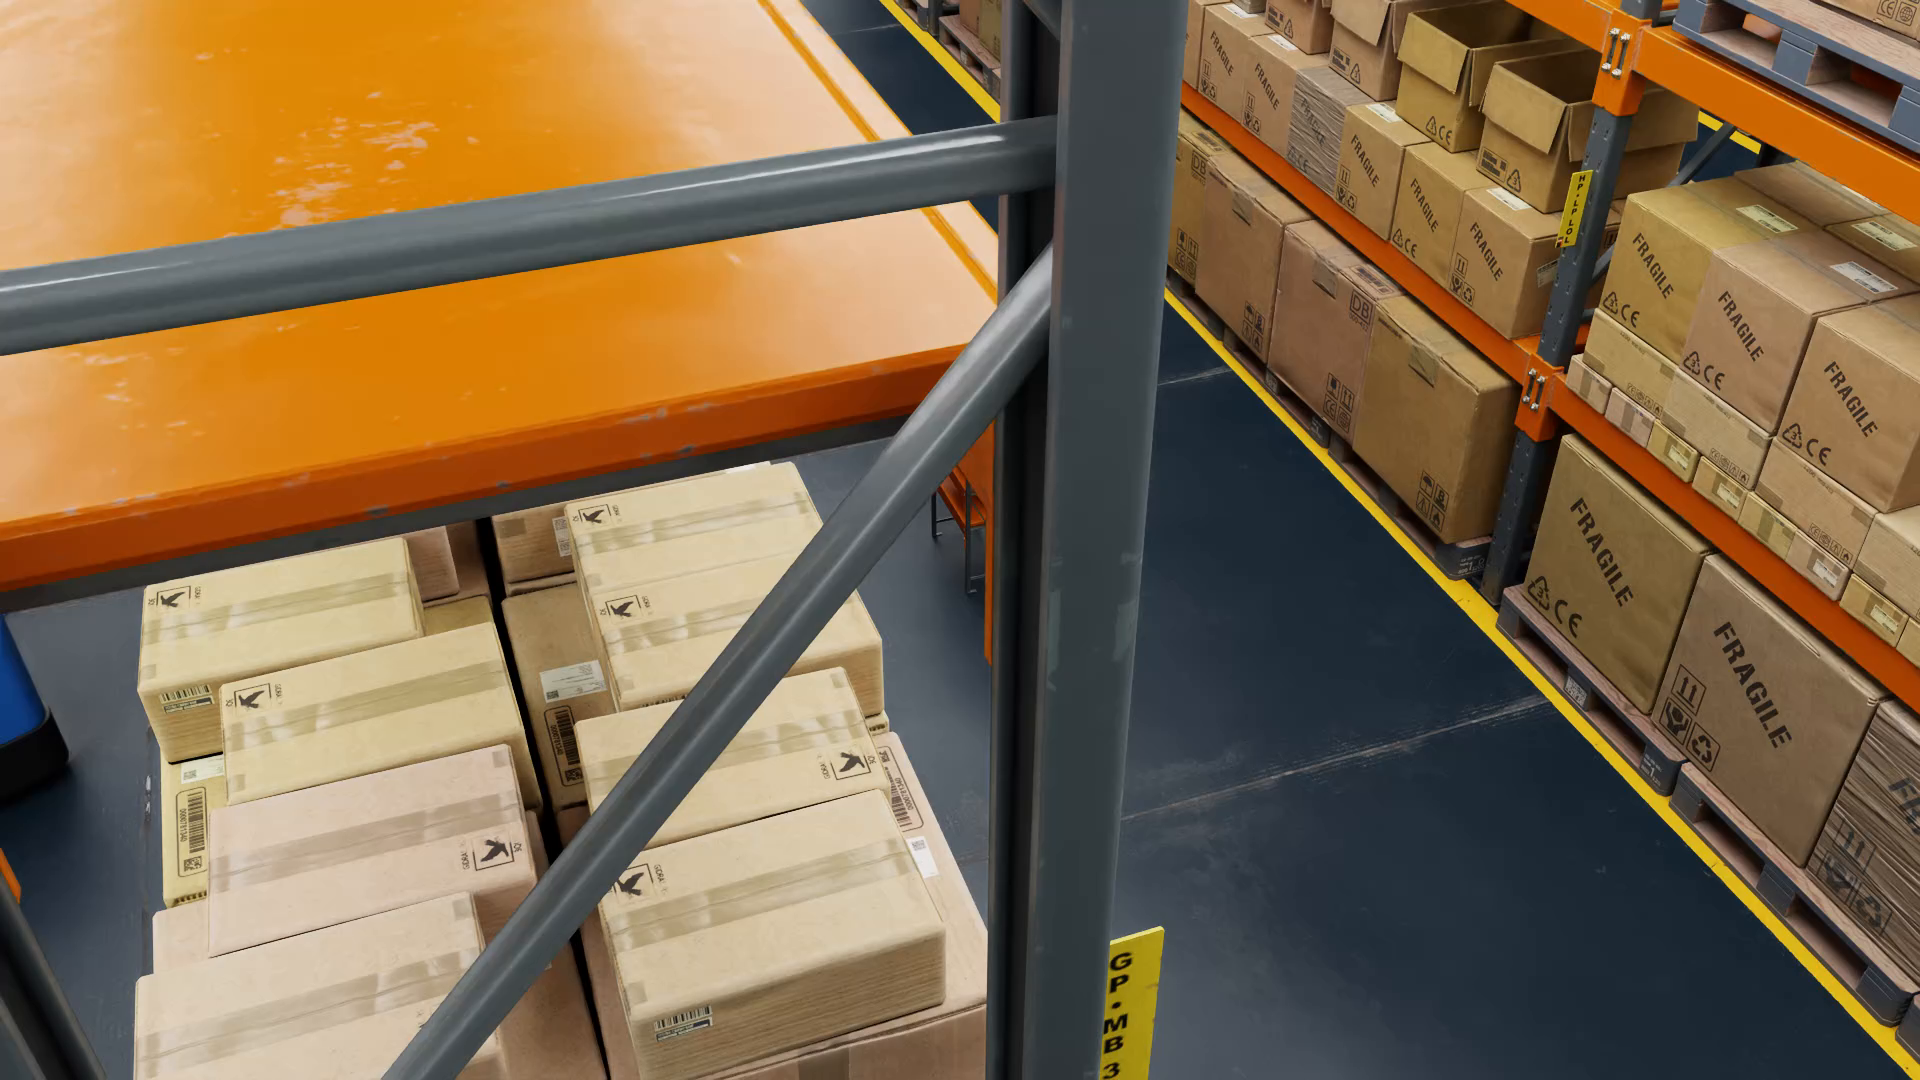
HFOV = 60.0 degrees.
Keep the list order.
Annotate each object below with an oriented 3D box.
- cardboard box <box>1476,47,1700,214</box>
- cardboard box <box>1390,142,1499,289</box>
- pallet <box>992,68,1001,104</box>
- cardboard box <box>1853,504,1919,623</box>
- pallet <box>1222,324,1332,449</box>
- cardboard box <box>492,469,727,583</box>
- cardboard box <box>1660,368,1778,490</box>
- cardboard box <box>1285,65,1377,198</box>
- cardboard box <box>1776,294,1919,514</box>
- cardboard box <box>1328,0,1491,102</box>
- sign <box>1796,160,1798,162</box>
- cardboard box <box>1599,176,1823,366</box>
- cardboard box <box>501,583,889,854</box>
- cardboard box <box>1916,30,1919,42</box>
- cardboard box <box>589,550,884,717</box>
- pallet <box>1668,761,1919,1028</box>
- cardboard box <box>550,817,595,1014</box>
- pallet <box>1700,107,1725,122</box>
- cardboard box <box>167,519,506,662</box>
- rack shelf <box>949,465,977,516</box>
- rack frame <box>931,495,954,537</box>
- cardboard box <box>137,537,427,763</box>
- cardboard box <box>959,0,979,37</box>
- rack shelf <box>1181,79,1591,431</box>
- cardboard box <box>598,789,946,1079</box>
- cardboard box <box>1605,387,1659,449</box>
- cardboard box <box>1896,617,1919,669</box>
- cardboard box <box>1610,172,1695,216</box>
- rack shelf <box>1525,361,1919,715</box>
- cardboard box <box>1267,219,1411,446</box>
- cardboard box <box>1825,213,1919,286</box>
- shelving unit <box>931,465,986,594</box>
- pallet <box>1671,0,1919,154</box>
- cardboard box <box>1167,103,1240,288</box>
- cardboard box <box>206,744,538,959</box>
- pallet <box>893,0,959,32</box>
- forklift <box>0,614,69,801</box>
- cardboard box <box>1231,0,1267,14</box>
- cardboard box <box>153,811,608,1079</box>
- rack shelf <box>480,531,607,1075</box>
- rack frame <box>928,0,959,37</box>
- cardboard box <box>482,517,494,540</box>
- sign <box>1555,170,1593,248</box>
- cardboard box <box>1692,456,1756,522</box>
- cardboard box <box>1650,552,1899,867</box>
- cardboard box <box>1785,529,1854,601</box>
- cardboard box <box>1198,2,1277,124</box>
[{"bbox_3d":[2.749,-1.815,7.311,0.797,0.503,0.637,-13,39,-17],"label":"cardboard box"},{"bbox_3d":[2.396,-1.544,7.784,0.500,0.500,0.500,-11,38,-15],"label":"cardboard box"},{"bbox_3d":[0.917,-3.291,12.504,1.003,0.211,1.213,-12,39,-16],"label":"pallet"},{"bbox_3d":[3.405,0.099,5.564,0.500,0.250,0.500,-12,39,-16],"label":"cardboard box"},{"bbox_3d":[2.217,-1.012,9.479,1.003,0.211,1.213,-12,39,-16],"label":"pallet"},{"bbox_3d":[-0.603,-0.091,2.822,0.380,0.149,0.250,-11,38,-15],"label":"cardboard box"},{"bbox_3d":[3.059,-0.473,6.323,0.500,0.250,0.500,-13,39,-16],"label":"cardboard box"},{"bbox_3d":[2.041,-2.122,8.551,0.500,0.500,0.500,-12,39,-16],"label":"cardboard box"},{"bbox_3d":[3.247,-0.478,5.706,0.500,0.500,0.500,-14,39,-17],"label":"cardboard box"},{"bbox_3d":[2.295,-2.553,8.290,0.797,0.503,0.637,-11,38,-14],"label":"cardboard box"},{"bbox_3d":[3.497,-1.509,7.035,0.100,0.325,0.005,-12,39,-16],"label":"sign"},{"bbox_3d":[2.902,-1.051,6.466,0.500,0.500,0.500,-12,39,-16],"label":"cardboard box"},{"bbox_3d":[-0.426,0.279,2.662,0.500,0.250,0.500,-13,39,-17],"label":"cardboard box"},{"bbox_3d":[3.483,-1.727,5.102,0.700,0.500,0.500,-11,38,-14],"label":"cardboard box"},{"bbox_3d":[-0.332,0.170,2.476,0.380,0.149,0.250,-12,39,-16],"label":"cardboard box"},{"bbox_3d":[3.589,1.234,6.496,1.003,0.211,1.213,-12,39,-16],"label":"pallet"},{"bbox_3d":[-0.430,0.471,2.824,0.500,0.250,0.500,-11,38,-14],"label":"cardboard box"},{"bbox_3d":[6.021,-3.633,12.958,1.003,0.211,1.213,-12,39,-16],"label":"pallet"},{"bbox_3d":[-1.087,0.090,2.914,0.500,0.250,0.500,-12,39,-15],"label":"cardboard box"},{"bbox_3d":[0.057,-0.332,7.866,0.258,0.148,0.480,-12,39,-16],"label":"rack shelf"},{"bbox_3d":[-0.027,-0.524,8.008,0.240,1.200,0.015,-12,39,-16],"label":"rack frame"},{"bbox_3d":[-1.003,0.158,2.492,0.380,0.149,0.250,-12,39,-15],"label":"cardboard box"},{"bbox_3d":[0.415,-4.361,13.319,0.700,0.500,0.500,-15,40,-19],"label":"cardboard box"},{"bbox_3d":[2.289,-1.858,8.882,1.077,0.370,4.000,-12,39,-16],"label":"rack shelf"},{"bbox_3d":[-0.236,0.486,2.056,0.380,0.149,0.250,-13,39,-16],"label":"cardboard box"},{"bbox_3d":[2.857,-0.531,6.731,0.380,0.149,0.250,-14,39,-17],"label":"cardboard box"},{"bbox_3d":[3.396,0.348,5.564,0.380,0.149,0.250,-12,39,-15],"label":"cardboard box"},{"bbox_3d":[3.053,-1.367,7.549,0.500,0.500,0.500,-12,39,-16],"label":"cardboard box"},{"bbox_3d":[3.665,0.402,5.882,1.077,0.370,4.000,-12,39,-16],"label":"rack shelf"},{"bbox_3d":[2.430,-1.197,8.823,1.225,0.875,0.875,-14,39,-18],"label":"cardboard box"},{"bbox_3d":[3.555,-0.886,6.248,0.500,0.500,0.500,-12,39,-15],"label":"cardboard box"},{"bbox_3d":[0.057,-0.386,7.825,0.258,1.200,0.503,-12,39,-16],"label":"shelving unit"},{"bbox_3d":[3.249,-1.714,5.673,1.003,0.211,1.213,-12,39,-16],"label":"pallet"},{"bbox_3d":[1.818,-2.200,10.155,1.225,0.875,0.875,-14,39,-18],"label":"cardboard box"},{"bbox_3d":[-0.742,0.435,2.125,0.380,0.149,0.250,-12,39,-15],"label":"cardboard box"},{"bbox_3d":[-0.040,-4.793,14.498,1.003,0.211,1.213,-12,39,-16],"label":"pallet"},{"bbox_3d":[-5.162,-0.577,6.640,3.031,2.935,1.130,29,46,33],"label":"forklift"},{"bbox_3d":[1.837,-3.300,9.281,0.797,0.503,0.637,-11,38,-14],"label":"cardboard box"},{"bbox_3d":[-0.736,0.668,2.146,0.500,0.250,0.500,-14,39,-17],"label":"cardboard box"},{"bbox_3d":[-1.027,0.173,3.692,1.077,0.370,4.000,-12,39,-16],"label":"rack shelf"},{"bbox_3d":[0.224,-5.535,13.165,1.000,3.000,0.127,-12,39,-16],"label":"rack frame"},{"bbox_3d":[-0.787,-0.111,3.597,0.500,0.250,0.500,-13,39,-16],"label":"cardboard box"},{"bbox_3d":[2.471,-1.329,6.685,0.100,0.325,0.005,-12,39,-16],"label":"sign"},{"bbox_3d":[3.040,-0.234,6.337,0.380,0.149,0.250,-13,39,-17],"label":"cardboard box"},{"bbox_3d":[3.439,0.563,6.487,0.875,0.875,0.875,-12,39,-16],"label":"cardboard box"},{"bbox_3d":[3.213,0.053,5.956,0.380,0.149,0.250,-12,39,-15],"label":"cardboard box"},{"bbox_3d":[1.692,-2.693,9.310,0.500,0.500,0.500,-13,39,-17],"label":"cardboard box"}]
